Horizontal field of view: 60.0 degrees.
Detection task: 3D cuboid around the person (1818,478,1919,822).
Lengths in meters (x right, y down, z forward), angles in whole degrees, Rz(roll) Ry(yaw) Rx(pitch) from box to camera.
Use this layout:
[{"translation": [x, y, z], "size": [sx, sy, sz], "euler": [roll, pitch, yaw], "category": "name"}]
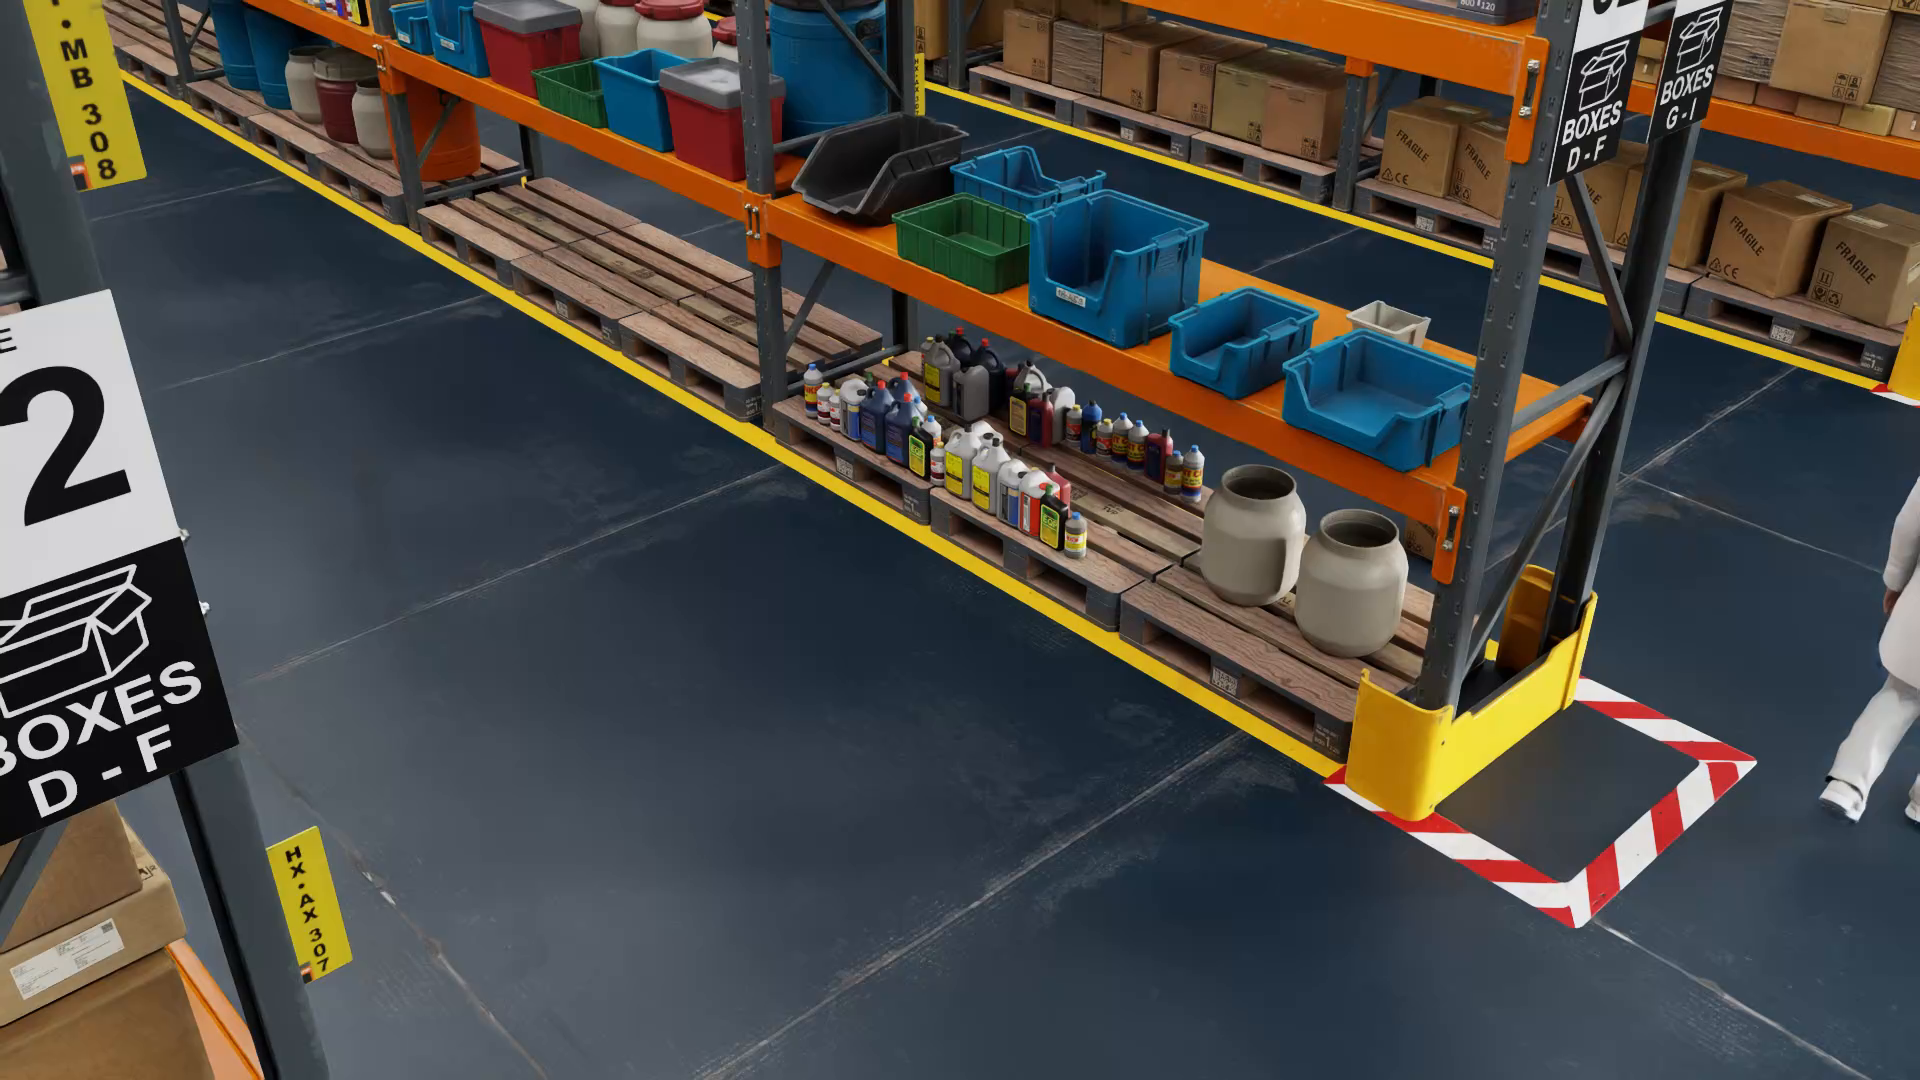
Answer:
[{"translation": [3.416, 0.283, 5.651], "size": [0.873, 1.754, 0.625], "euler": [-19, 36, -29], "category": "person"}]
